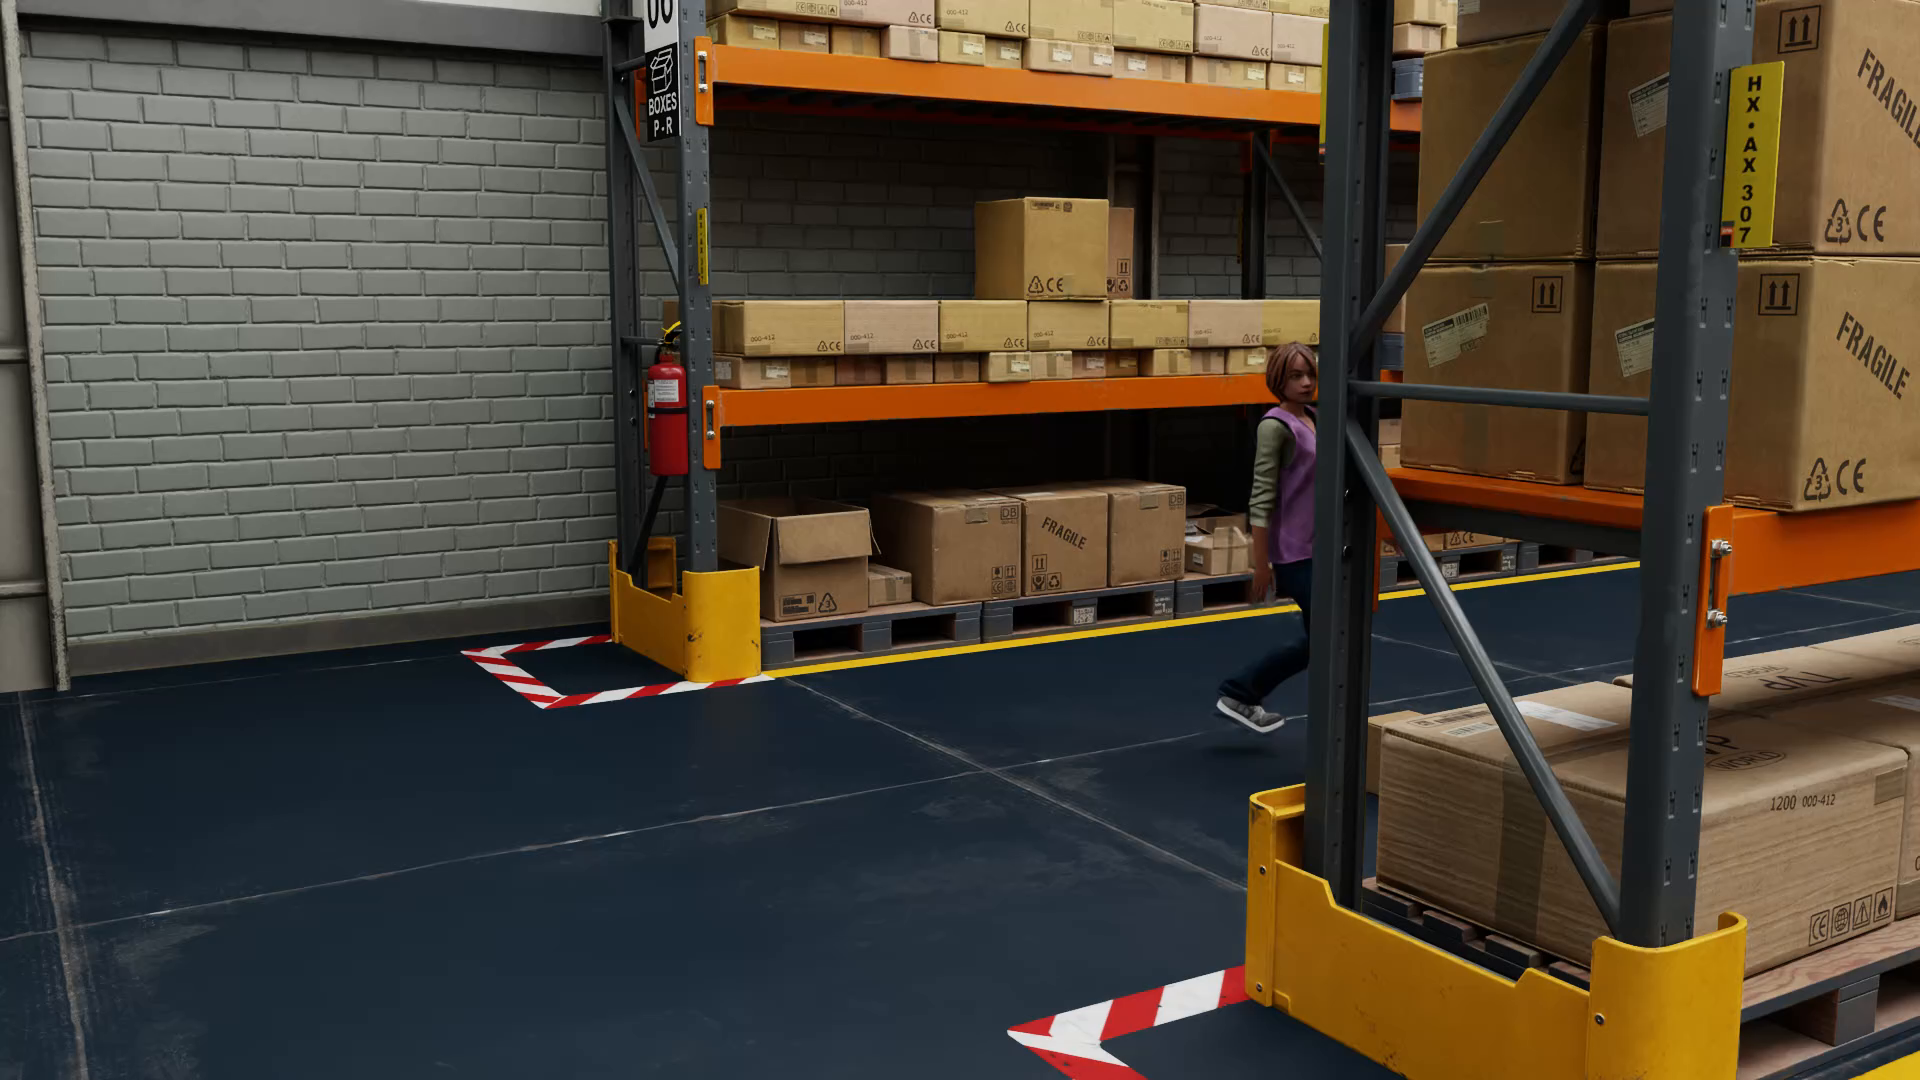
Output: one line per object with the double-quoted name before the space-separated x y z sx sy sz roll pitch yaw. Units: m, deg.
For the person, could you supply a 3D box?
"person" 1.326 0.052 6.053 0.855 1.541 0.481 7 11 39
